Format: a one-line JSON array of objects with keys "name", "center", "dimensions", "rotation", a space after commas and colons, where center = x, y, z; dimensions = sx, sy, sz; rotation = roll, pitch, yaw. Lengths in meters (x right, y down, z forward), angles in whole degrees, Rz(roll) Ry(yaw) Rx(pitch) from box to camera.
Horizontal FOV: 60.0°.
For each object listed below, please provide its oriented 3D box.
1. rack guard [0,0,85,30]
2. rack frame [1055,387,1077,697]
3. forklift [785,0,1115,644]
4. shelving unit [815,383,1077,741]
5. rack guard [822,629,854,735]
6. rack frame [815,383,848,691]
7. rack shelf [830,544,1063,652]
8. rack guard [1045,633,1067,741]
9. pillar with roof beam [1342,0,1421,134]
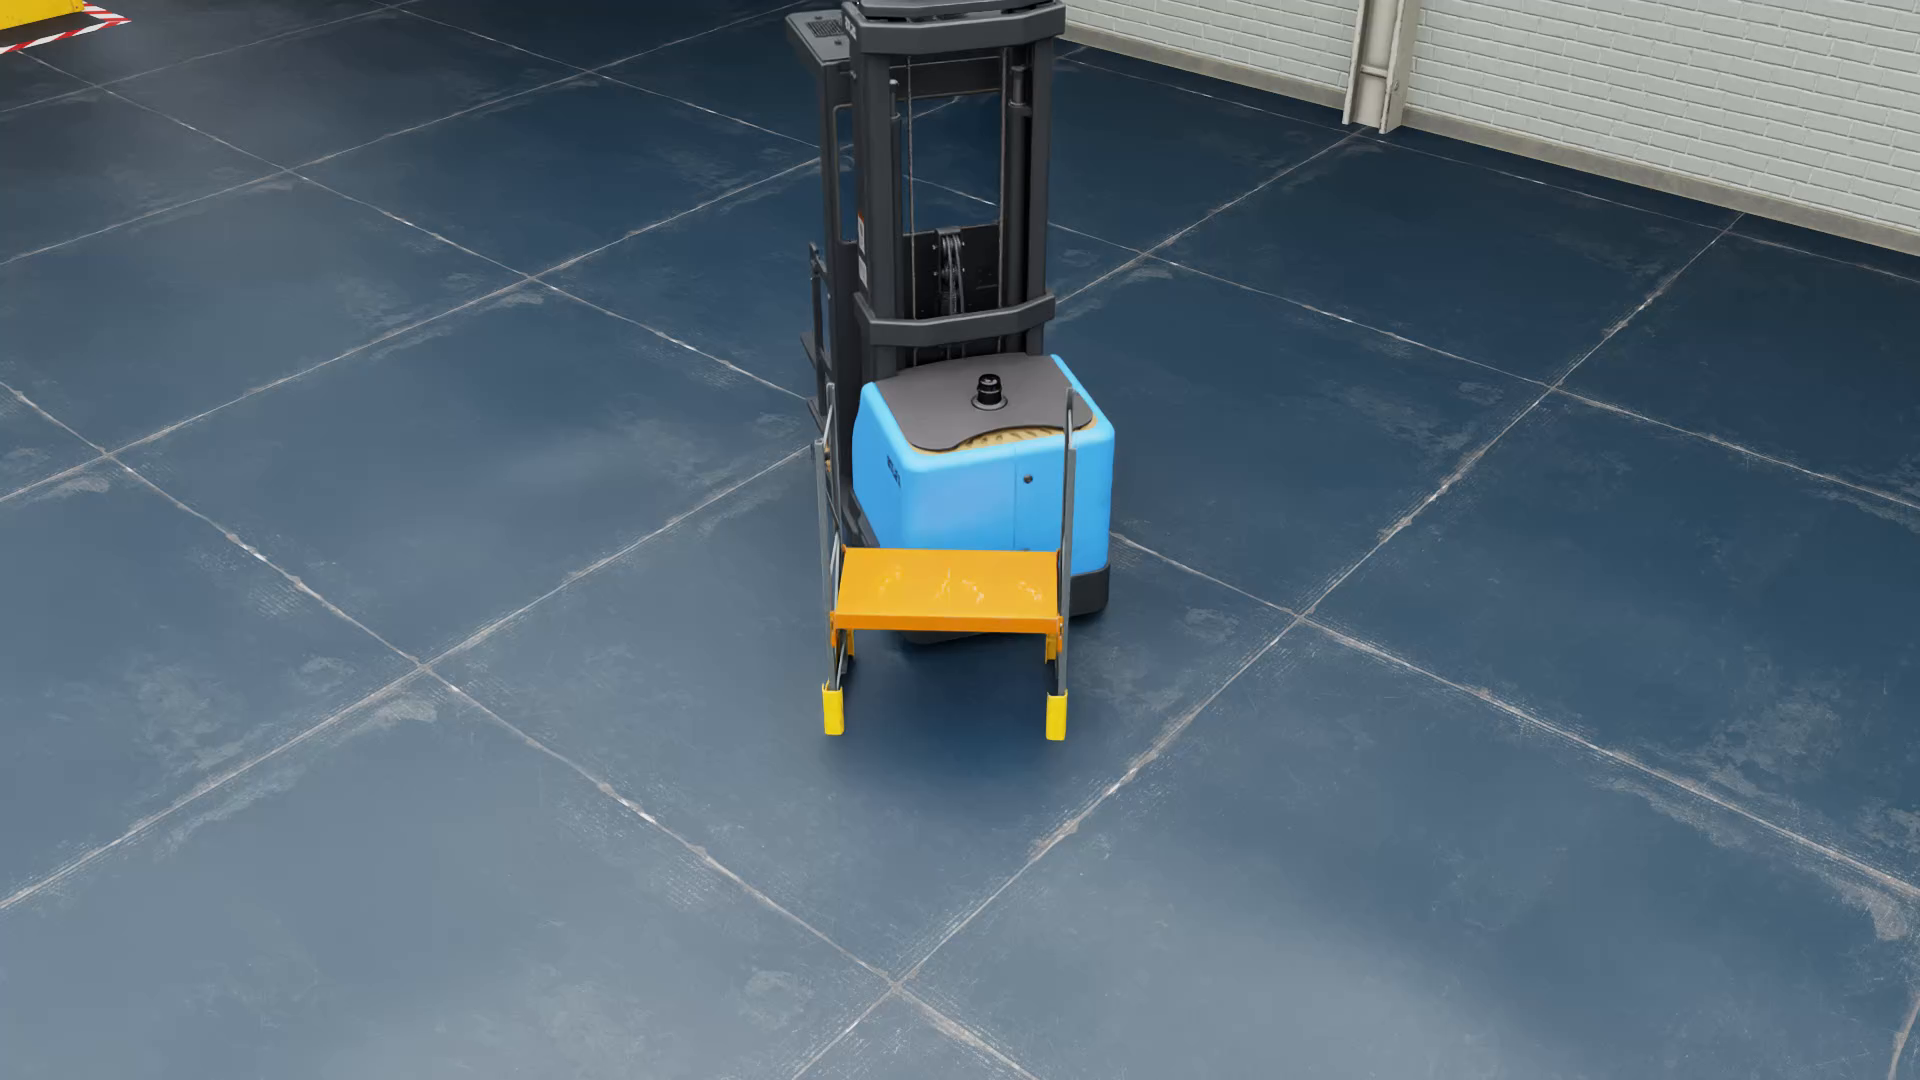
[{"name": "rack guard", "center": [-9.082, -5.227, 15.920], "dimensions": [0.348, 0.500, 1.175], "rotation": [25, 42, 32]}, {"name": "rack frame", "center": [0.458, 0.114, 7.259], "dimensions": [0.032, 1.500, 0.500], "rotation": [1, 35, 2]}, {"name": "forklift", "center": [-0.200, -1.543, 8.408], "dimensions": [1.130, 2.935, 3.031], "rotation": [-10, 36, -14]}, {"name": "shelving unit", "center": [-0.059, 0.103, 7.275], "dimensions": [1.083, 1.500, 0.587], "rotation": [1, 35, 2]}, {"name": "rack guard", "center": [-0.556, 0.608, 7.643], "dimensions": [0.087, 0.250, 0.587], "rotation": [1, 35, 2]}, {"name": "rack frame", "center": [-0.558, 0.093, 7.289], "dimensions": [0.032, 1.500, 0.500], "rotation": [1, 35, 2]}, {"name": "rack shelf", "center": [-0.050, 0.252, 7.376], "dimensions": [1.000, 0.185, 0.538], "rotation": [1, 35, 2]}, {"name": "rack guard", "center": [0.439, 0.629, 7.614], "dimensions": [0.087, 0.250, 0.587], "rotation": [1, 35, 2]}, {"name": "pillar with roof beam", "center": [0.659, -5.289, 8.502], "dimensions": [0.400, 9.000, 9.100], "rotation": [25, 42, 32]}]
